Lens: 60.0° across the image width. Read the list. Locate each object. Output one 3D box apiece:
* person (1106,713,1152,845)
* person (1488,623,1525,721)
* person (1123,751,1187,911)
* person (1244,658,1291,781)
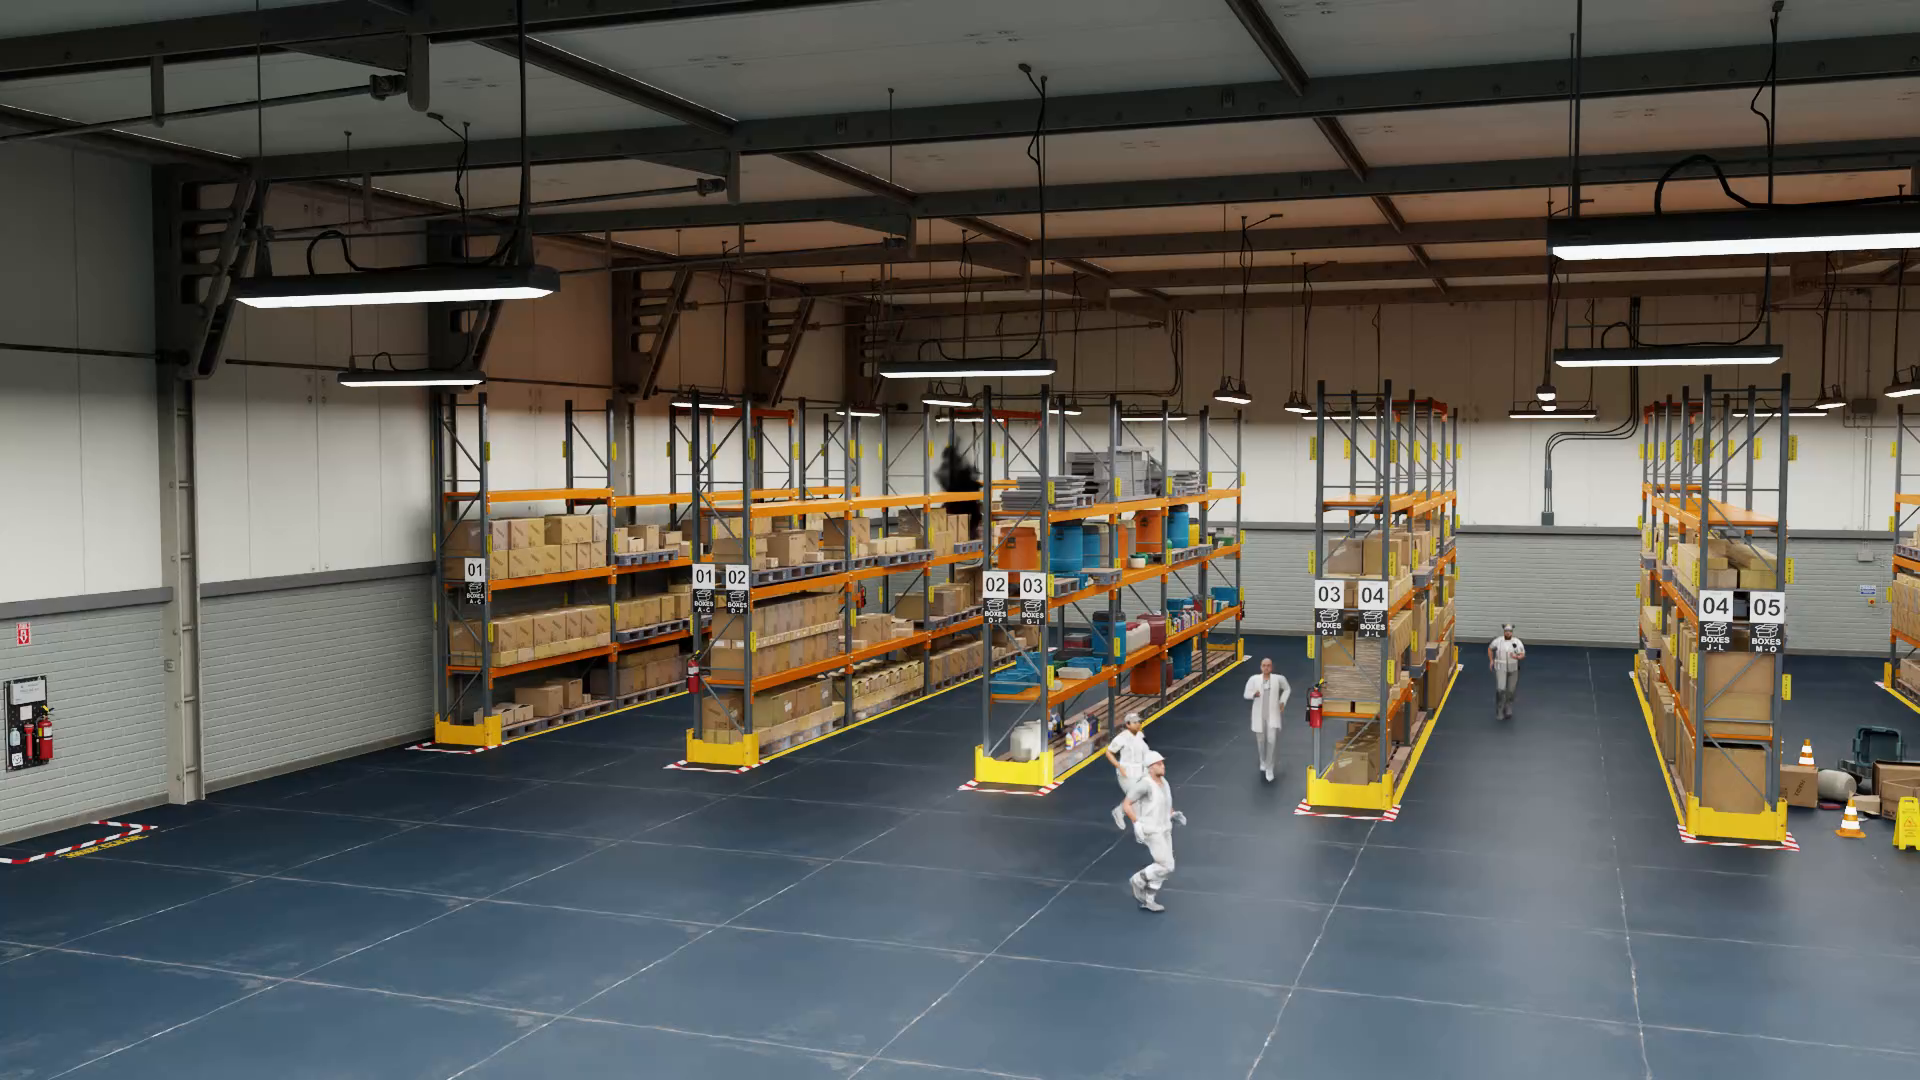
[{"bbox_3d":[2.208,3.035,21.373,0.618,1.639,0.878,-3,4,-40],"label":"person"},{"bbox_3d":[10.237,2.472,31.135,0.631,1.845,0.768,1,3,12],"label":"person"},{"bbox_3d":[2.151,3.167,18.049,0.585,1.738,0.658,2,4,39],"label":"person"},{"bbox_3d":[4.722,2.745,25.626,0.687,1.844,0.814,1,3,17],"label":"person"}]
